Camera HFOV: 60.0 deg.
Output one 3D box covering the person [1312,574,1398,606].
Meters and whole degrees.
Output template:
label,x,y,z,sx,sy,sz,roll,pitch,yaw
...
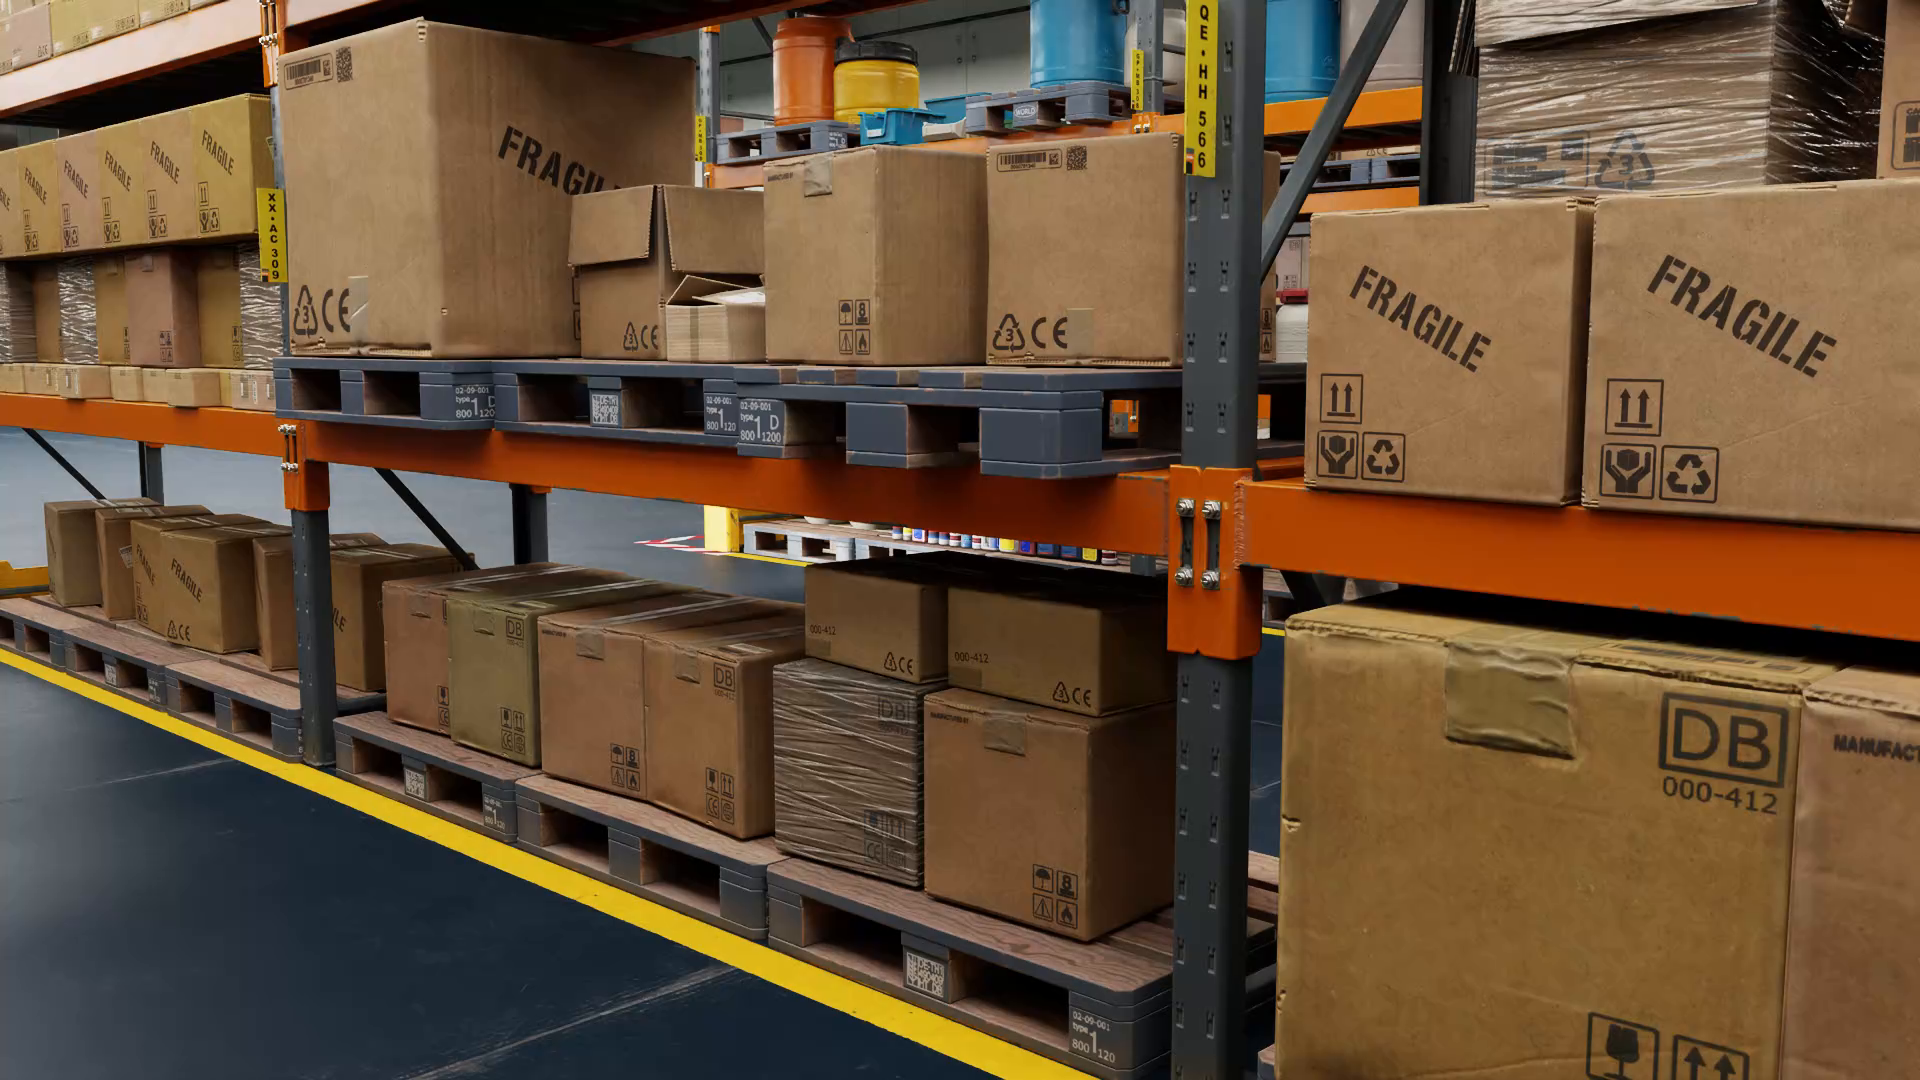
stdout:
label,x,y,z,sx,sy,sz,roll,pitch,yaw
person,1.588,-0.112,6.601,0.491,1.778,0.587,6,9,42
